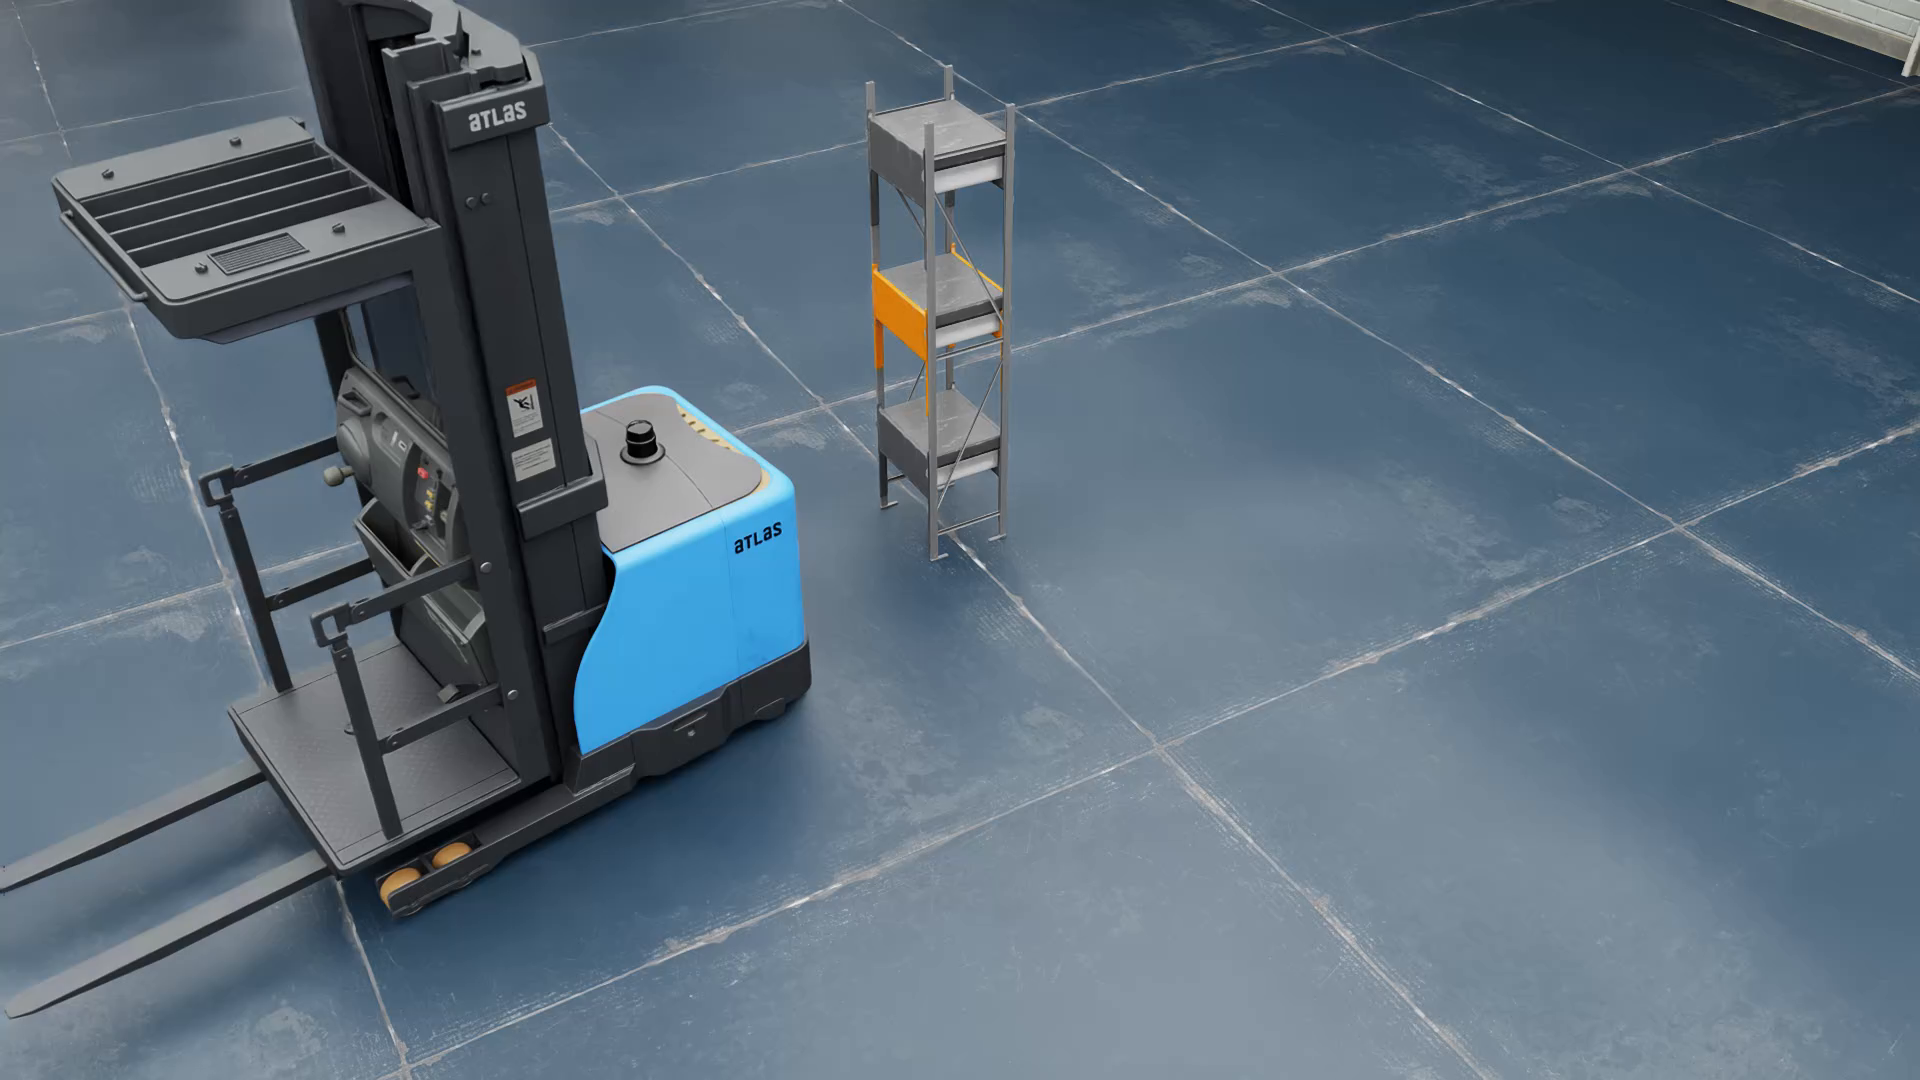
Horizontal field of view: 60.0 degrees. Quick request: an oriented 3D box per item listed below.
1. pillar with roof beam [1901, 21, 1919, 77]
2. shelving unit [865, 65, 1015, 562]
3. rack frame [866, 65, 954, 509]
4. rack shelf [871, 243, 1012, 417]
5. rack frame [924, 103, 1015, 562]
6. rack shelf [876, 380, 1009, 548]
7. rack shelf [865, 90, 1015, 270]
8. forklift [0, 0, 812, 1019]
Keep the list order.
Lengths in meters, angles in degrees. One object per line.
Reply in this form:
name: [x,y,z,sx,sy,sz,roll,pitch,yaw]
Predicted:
pillar with roof beam: [3.620,-5.821,8.091,9.100,9.000,0.400,-19,40,-24]
shelving unit: [-0.083,-0.932,7.246,0.431,2.100,0.503,-19,40,-24]
rack frame: [-0.206,-1.057,7.417,0.400,2.100,0.015,-19,40,-24]
rack shelf: [-0.083,-0.921,7.254,0.431,0.518,0.480,-19,40,-24]
rack frame: [0.039,-0.808,7.076,0.400,2.100,0.015,-19,40,-24]
rack shelf: [-0.083,-0.356,7.667,0.431,0.518,0.480,-19,40,-24]
rack shelf: [-0.083,-1.487,6.841,0.431,0.518,0.480,-19,40,-24]
forklift: [-2.068,-0.201,5.540,3.031,2.935,1.130,-26,43,-31]
